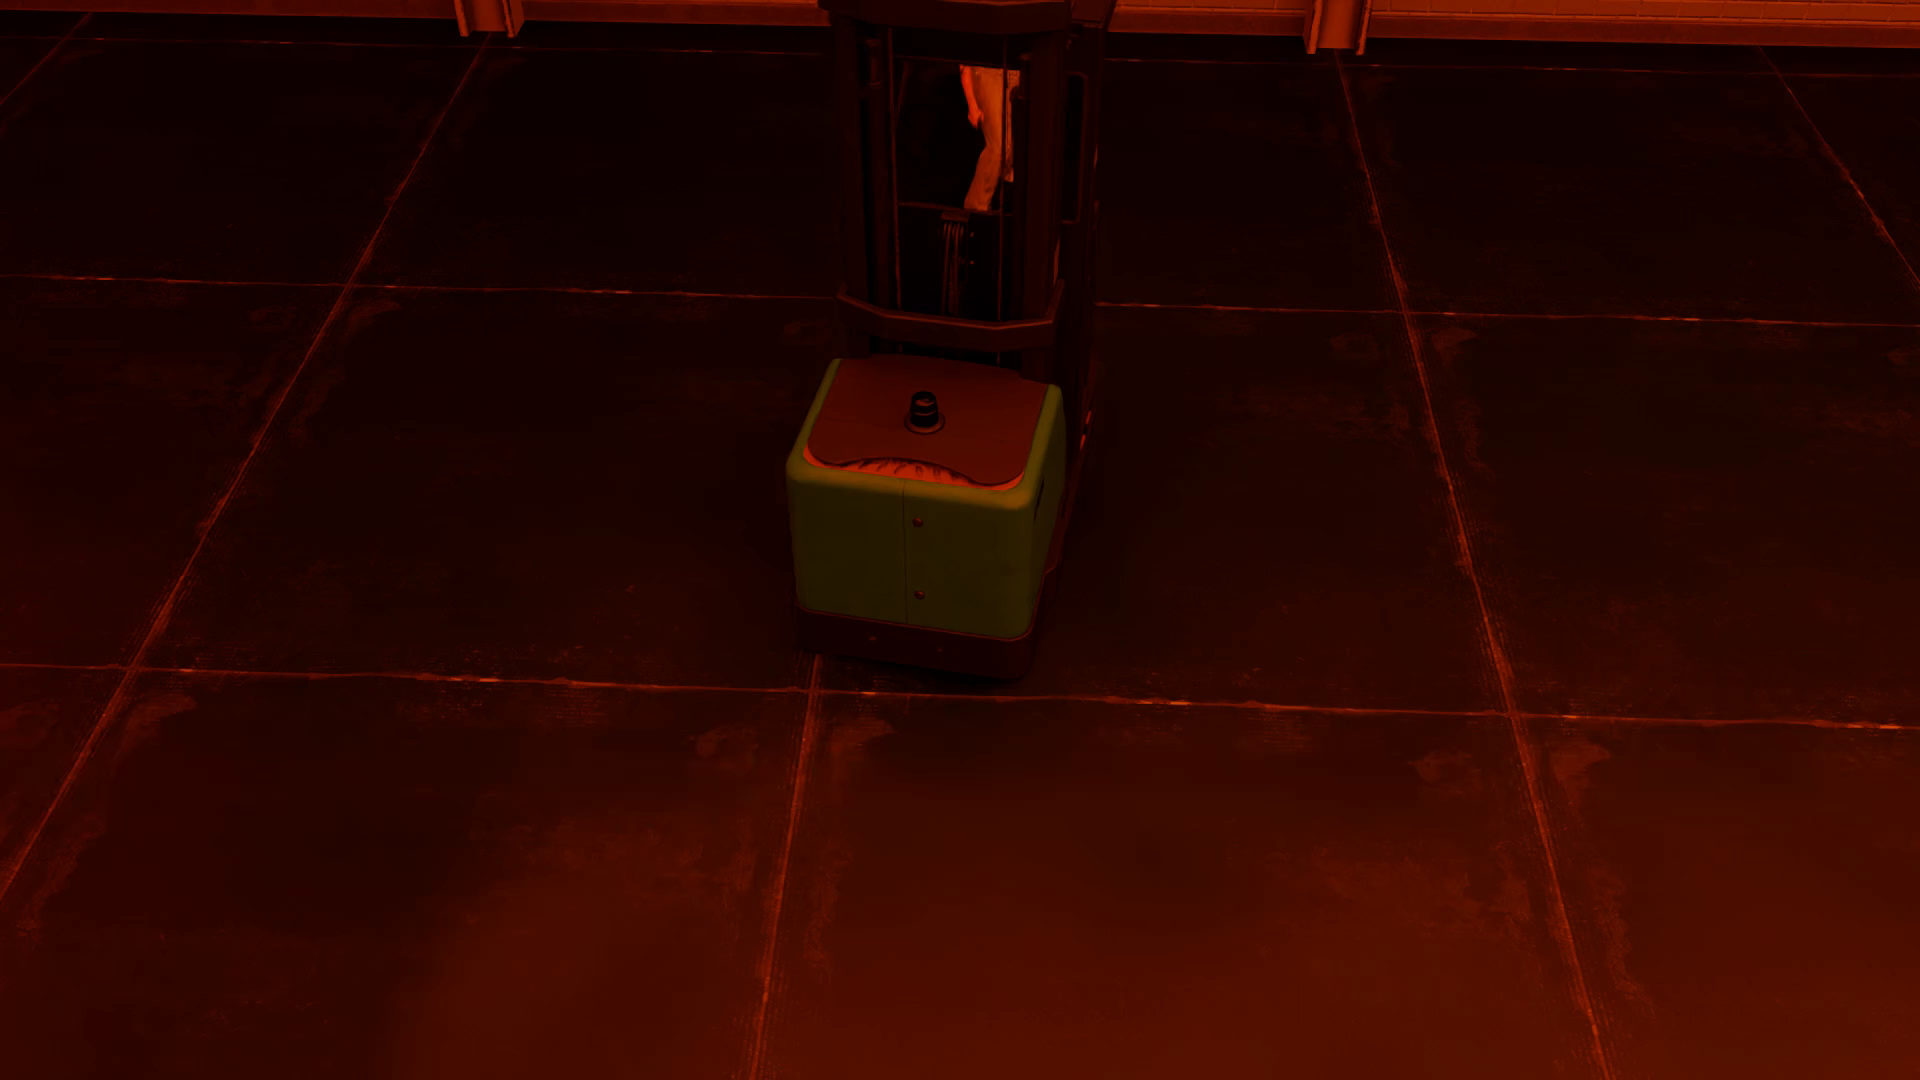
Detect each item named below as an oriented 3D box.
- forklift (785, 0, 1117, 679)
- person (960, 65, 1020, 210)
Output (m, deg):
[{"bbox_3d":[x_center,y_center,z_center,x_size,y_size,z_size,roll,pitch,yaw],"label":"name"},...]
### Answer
[{"bbox_3d":[0.077,-1.487,7.371,1.130,2.935,3.031,8,43,9],"label":"forklift"},{"bbox_3d":[0.214,-2.654,9.663,0.522,1.565,0.717,31,51,29],"label":"person"}]
